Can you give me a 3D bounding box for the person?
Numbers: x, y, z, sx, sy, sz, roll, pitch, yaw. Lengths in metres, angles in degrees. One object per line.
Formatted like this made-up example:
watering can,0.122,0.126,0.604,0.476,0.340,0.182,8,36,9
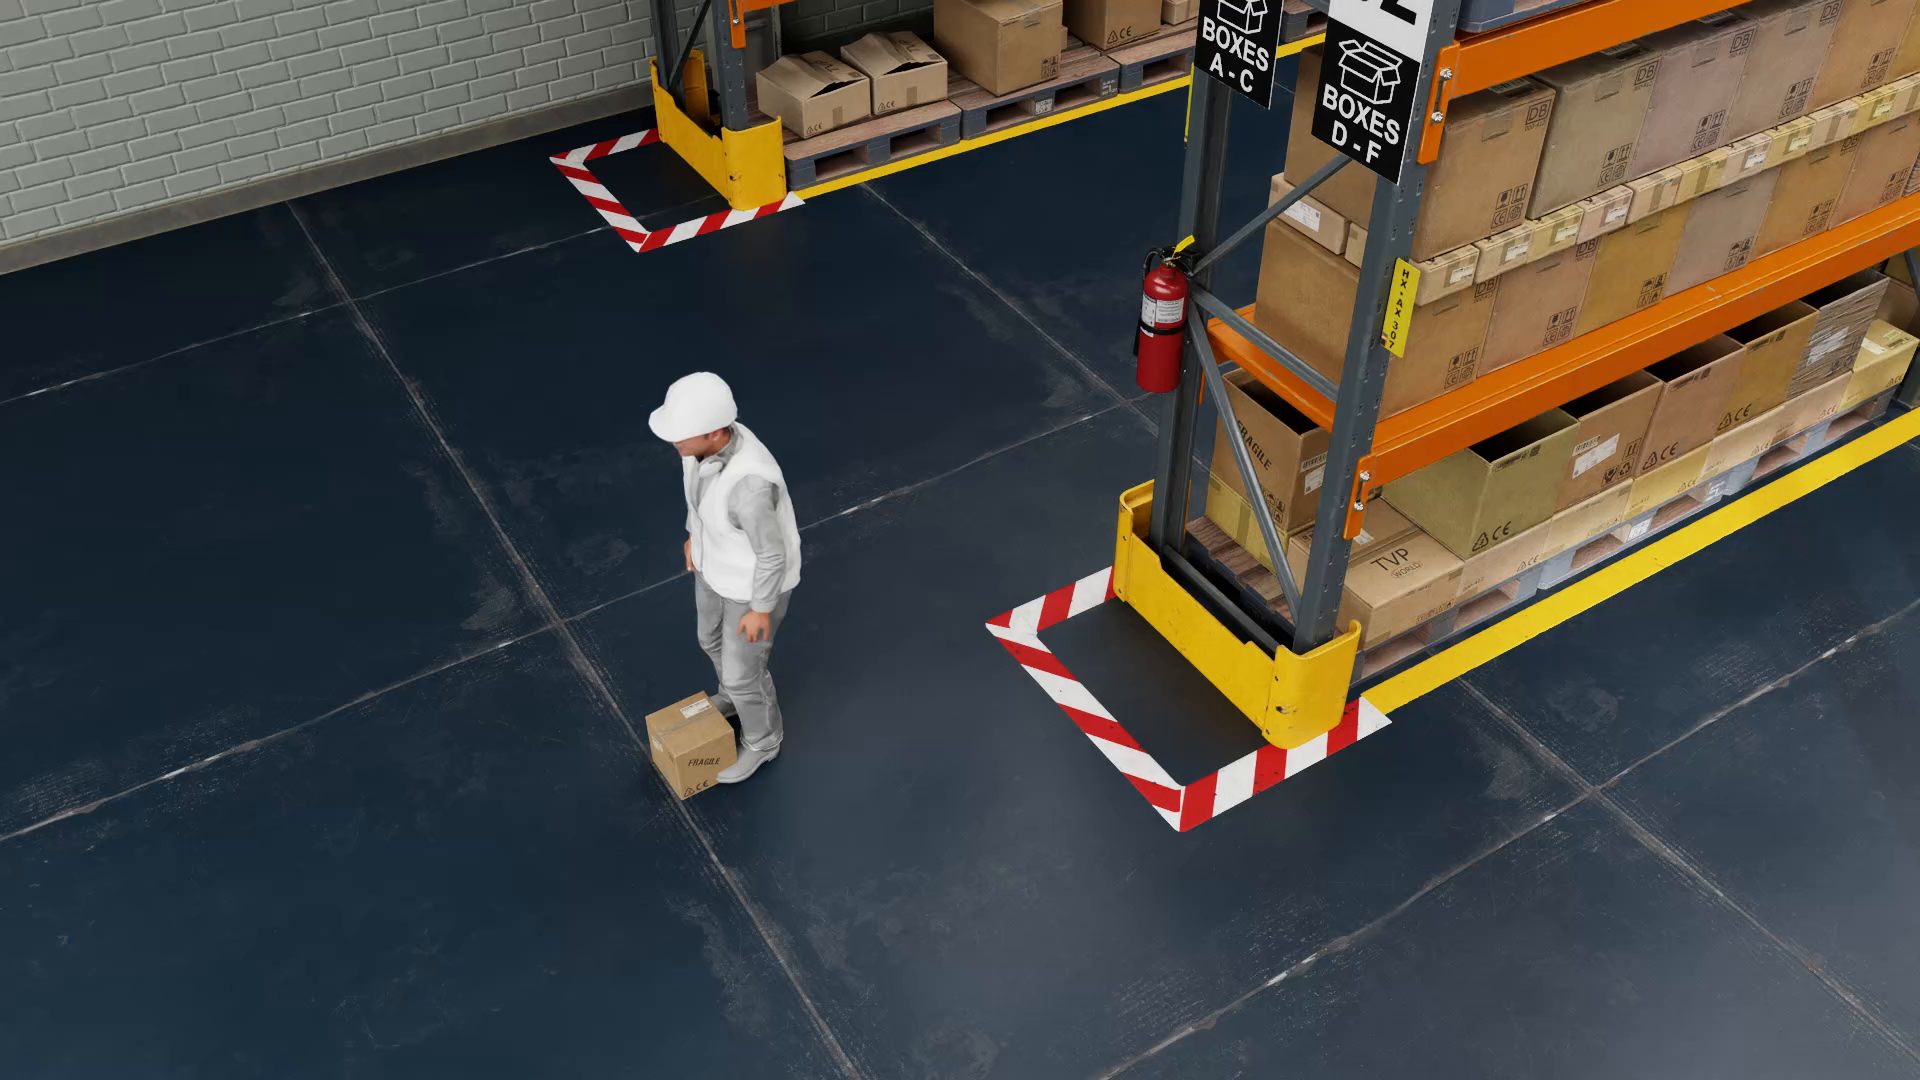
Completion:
person,-0.816,0.115,6.002,0.464,1.771,0.581,-23,45,-24
